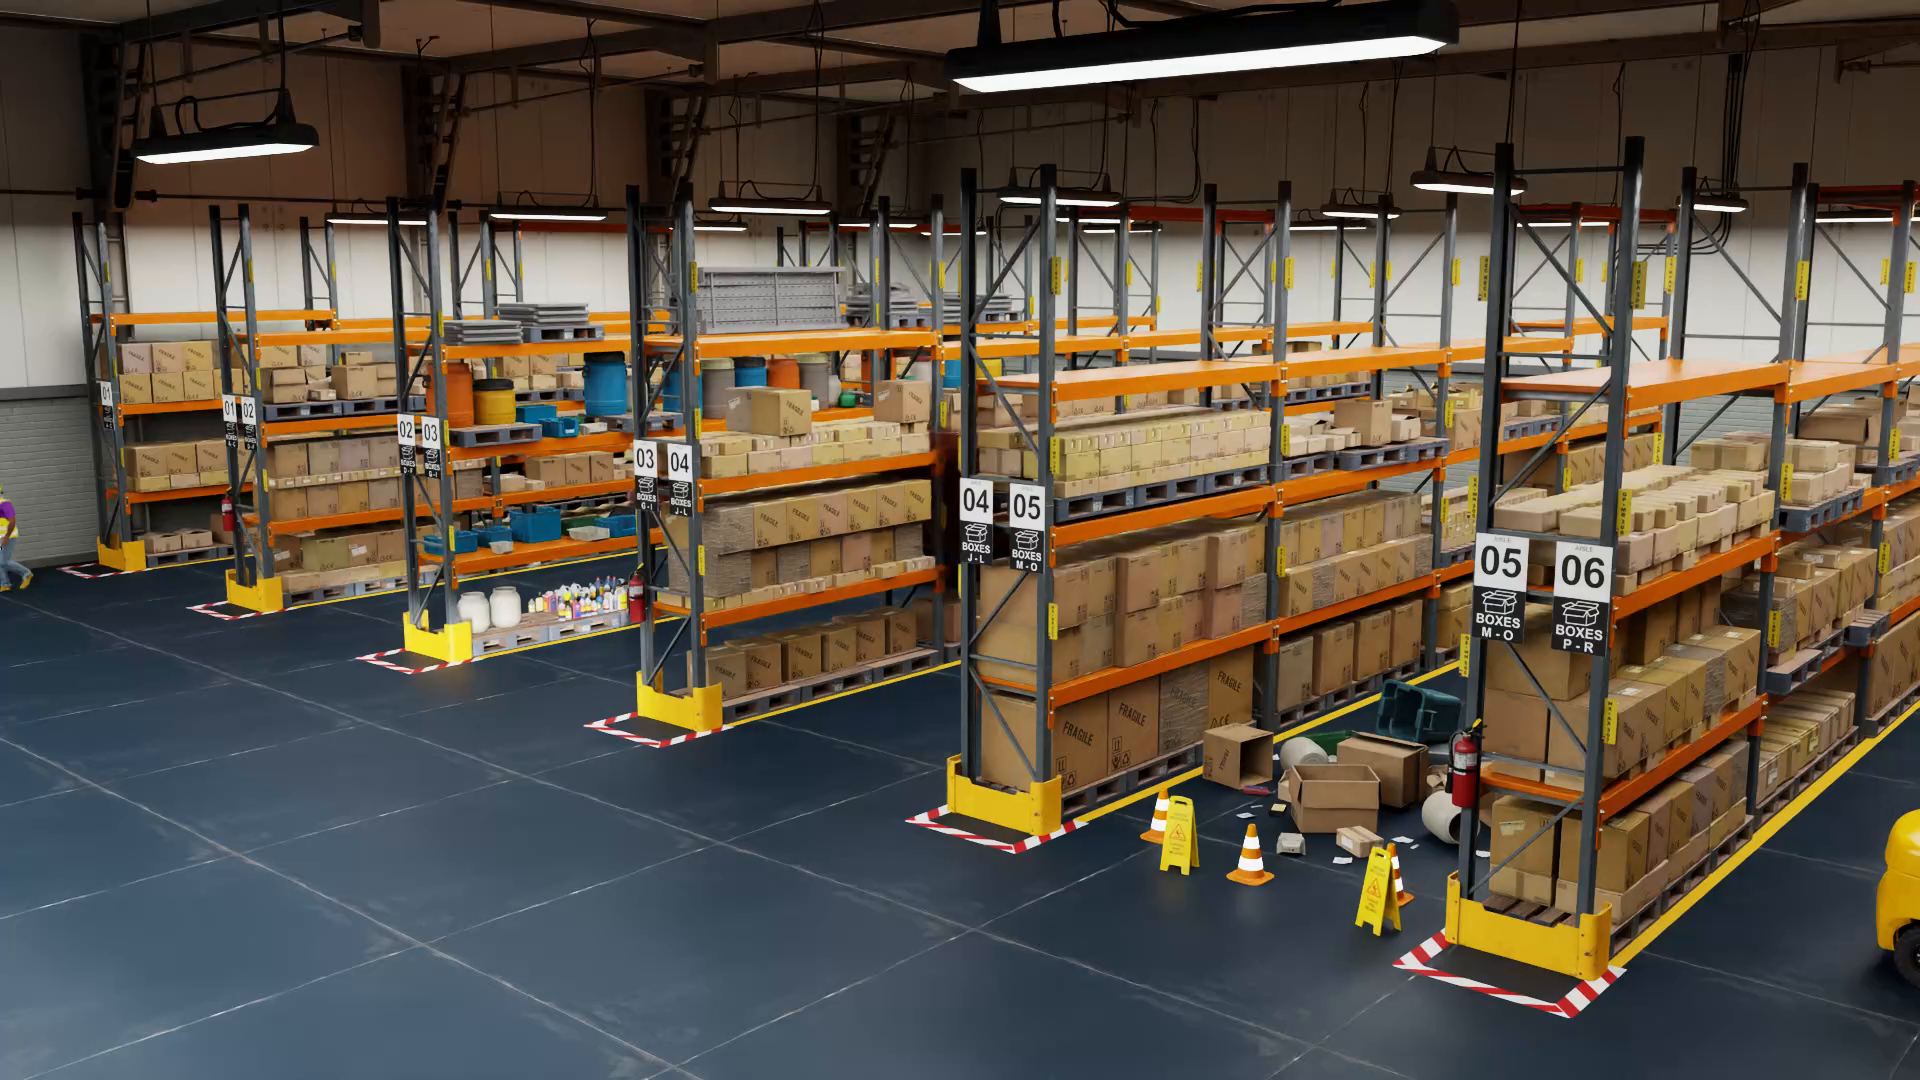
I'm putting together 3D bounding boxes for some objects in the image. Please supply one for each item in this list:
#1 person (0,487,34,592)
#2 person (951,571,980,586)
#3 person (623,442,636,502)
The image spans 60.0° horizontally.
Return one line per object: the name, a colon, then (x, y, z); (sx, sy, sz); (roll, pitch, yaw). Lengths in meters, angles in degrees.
person: (-15.092, -0.047, 26.337); (0.672, 1.746, 0.619); (8, 12, 39)
person: (0.230, -0.150, 25.153); (0.639, 1.778, 0.663); (-9, 13, -43)
person: (-6.714, -1.328, 34.200); (0.410, 1.624, 1.019); (6, 11, 31)
